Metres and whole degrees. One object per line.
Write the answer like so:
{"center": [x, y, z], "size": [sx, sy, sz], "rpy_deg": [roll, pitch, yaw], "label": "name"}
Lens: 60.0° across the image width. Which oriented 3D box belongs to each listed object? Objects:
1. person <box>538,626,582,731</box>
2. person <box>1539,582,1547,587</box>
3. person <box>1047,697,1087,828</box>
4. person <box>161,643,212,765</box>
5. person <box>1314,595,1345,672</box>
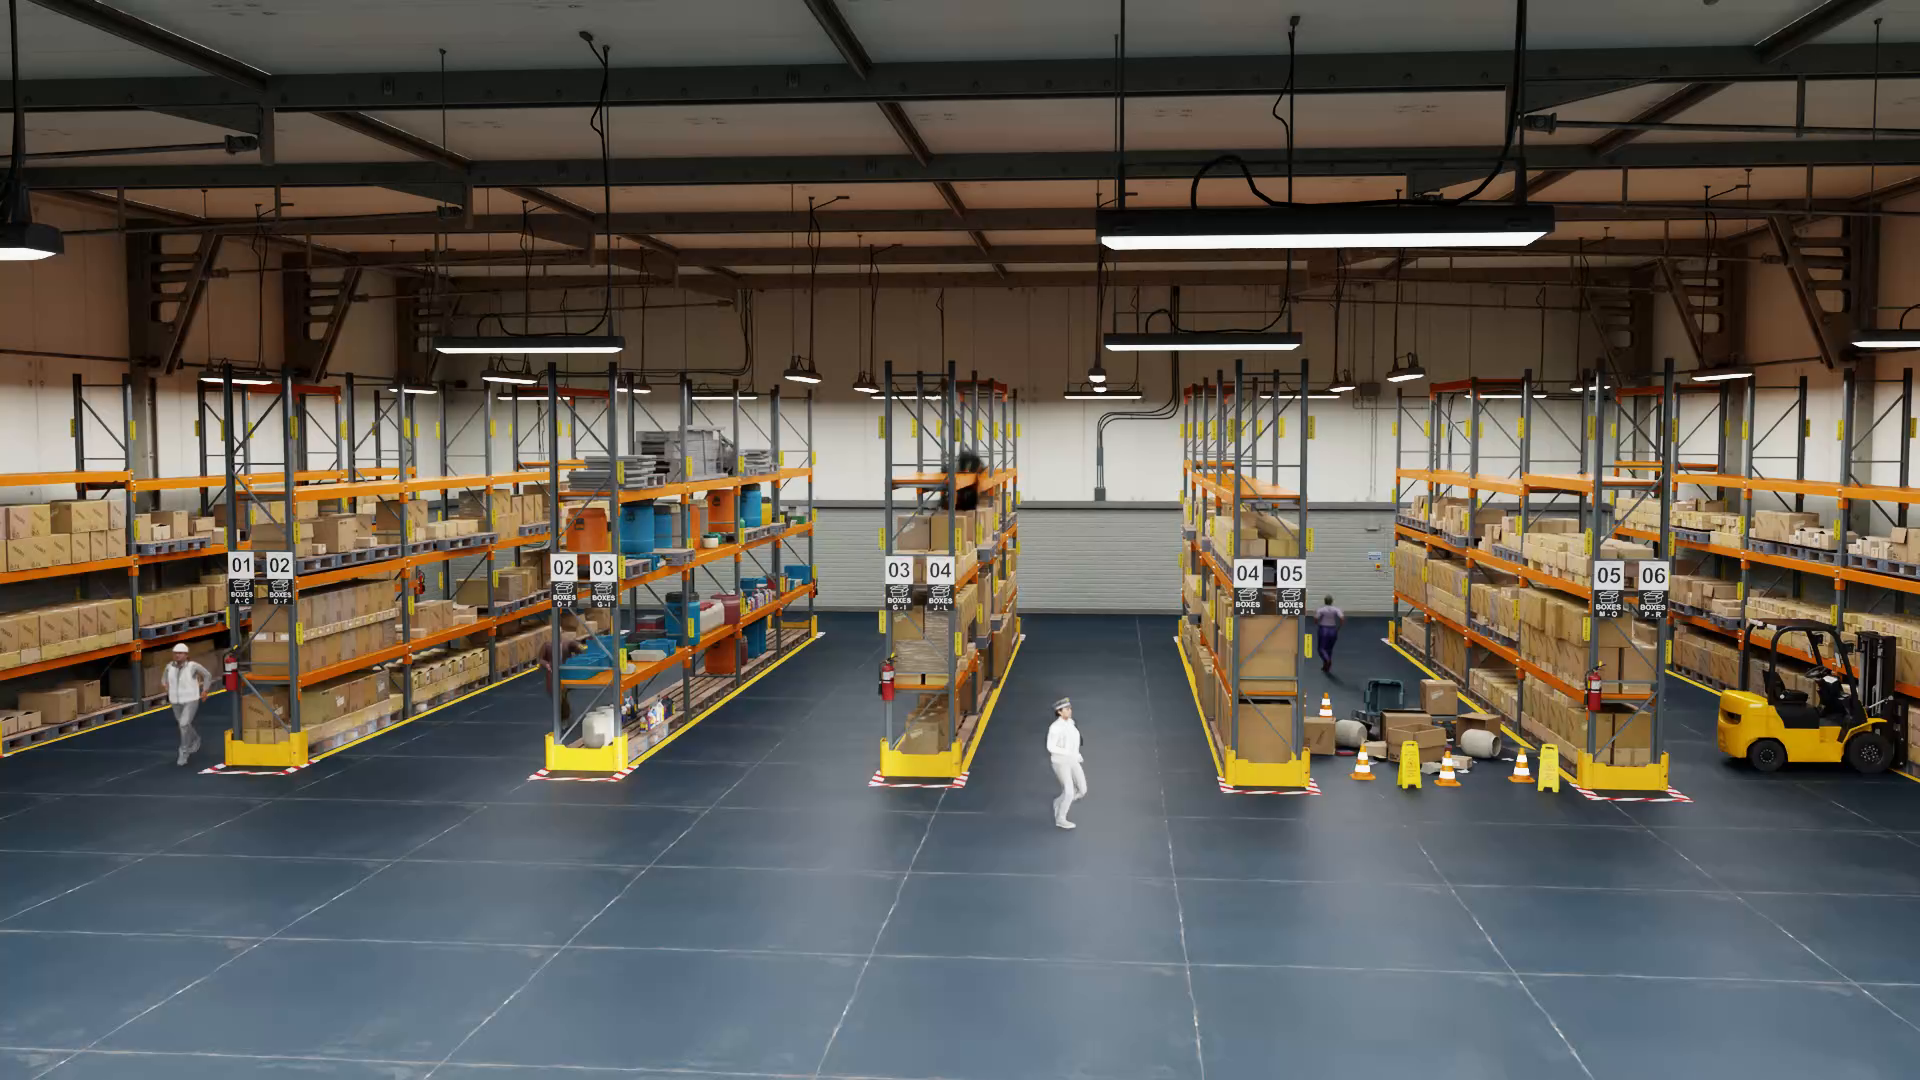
{"center": [-6.674, 2.302, 27.683], "size": [0.672, 1.771, 0.837], "rpy_deg": [0, 4, -1], "label": "person"}
{"center": [12.633, 1.715, 35.991], "size": [0.691, 1.789, 1.045], "rpy_deg": [-1, 4, -9], "label": "person"}
{"center": [1.355, 2.797, 20.924], "size": [0.560, 1.651, 0.609], "rpy_deg": [3, 5, 40], "label": "person"}
{"center": [-11.787, 2.461, 25.285], "size": [0.682, 1.806, 0.891], "rpy_deg": [0, 4, 5], "label": "person"}
{"center": [7.575, 1.943, 34.217], "size": [0.619, 1.607, 0.870], "rpy_deg": [0, 4, -6], "label": "person"}
